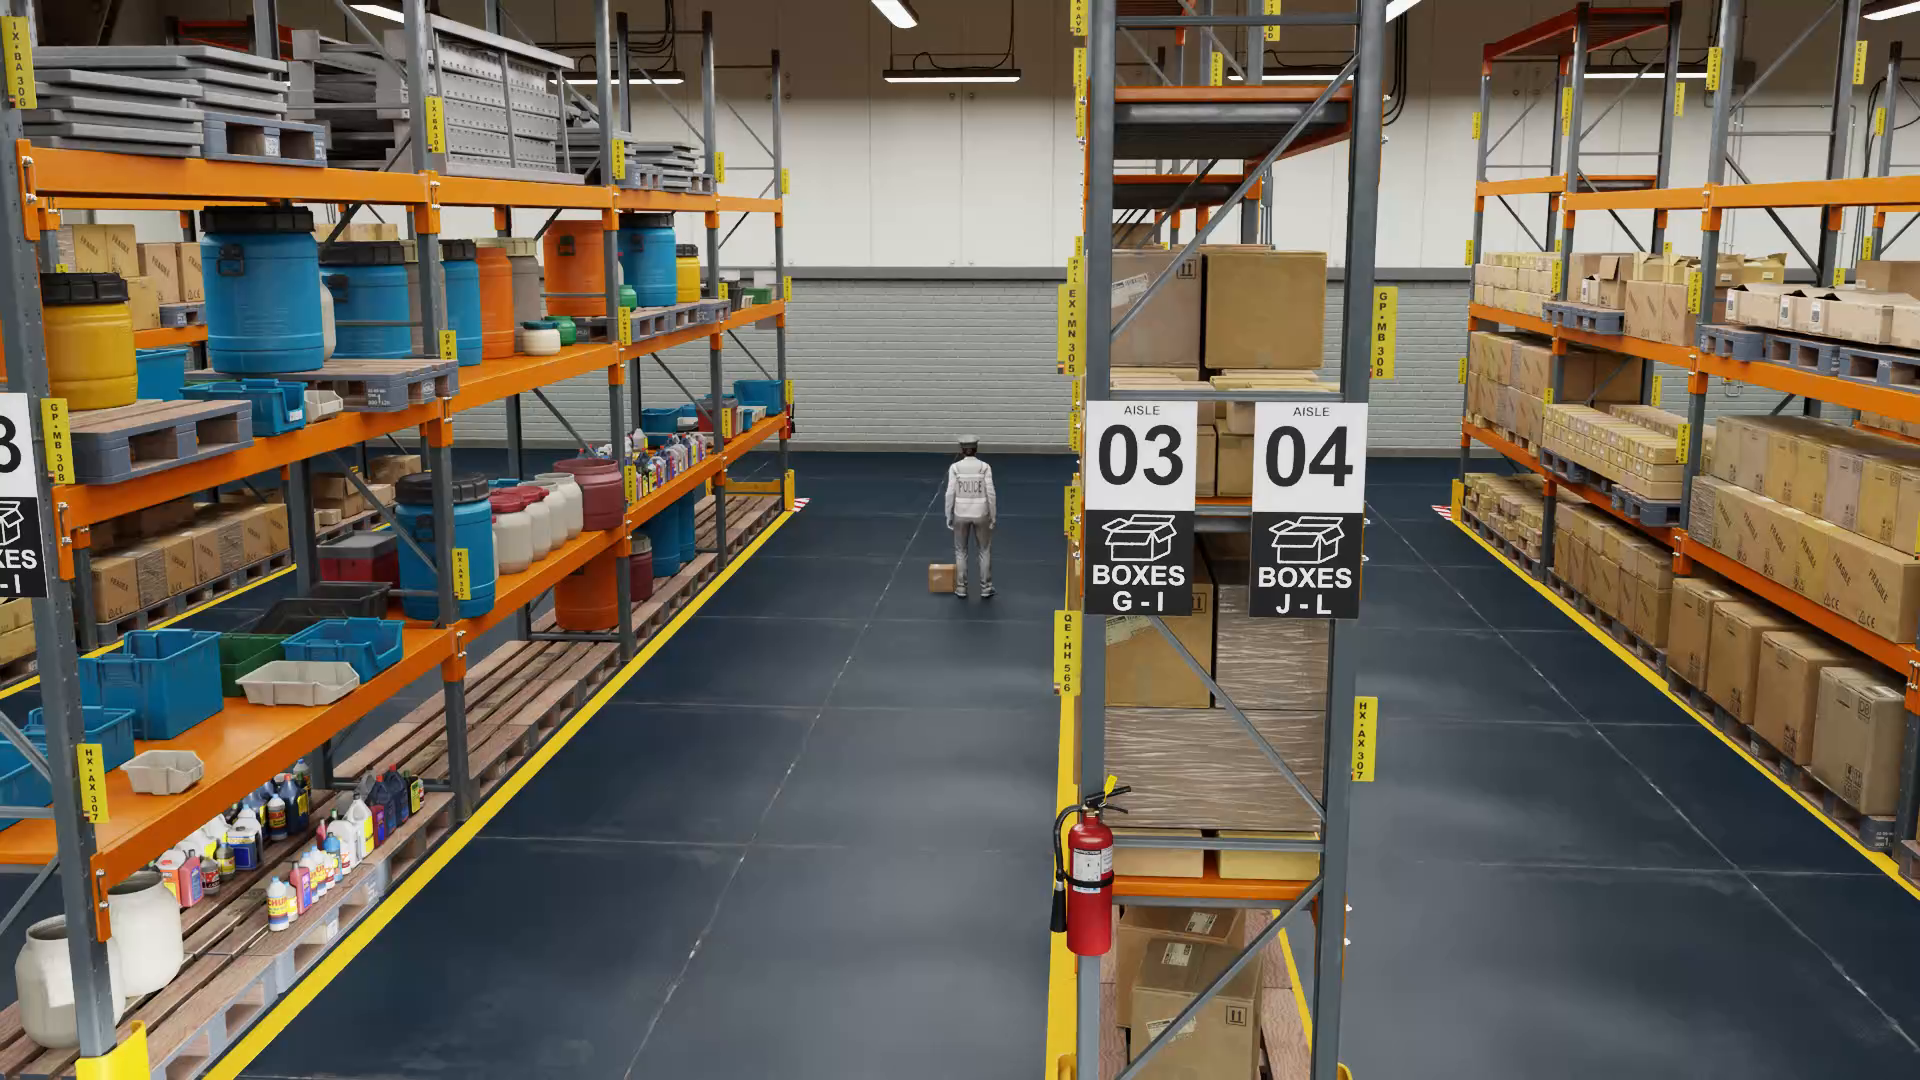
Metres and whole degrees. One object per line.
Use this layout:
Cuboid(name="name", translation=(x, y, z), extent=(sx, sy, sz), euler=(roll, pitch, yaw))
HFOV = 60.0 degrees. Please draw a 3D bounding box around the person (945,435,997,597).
Cuboid(name="person", translation=(0.113, -0.239, 17.171), extent=(0.536, 1.662, 0.373), euler=(0, 11, 2))
